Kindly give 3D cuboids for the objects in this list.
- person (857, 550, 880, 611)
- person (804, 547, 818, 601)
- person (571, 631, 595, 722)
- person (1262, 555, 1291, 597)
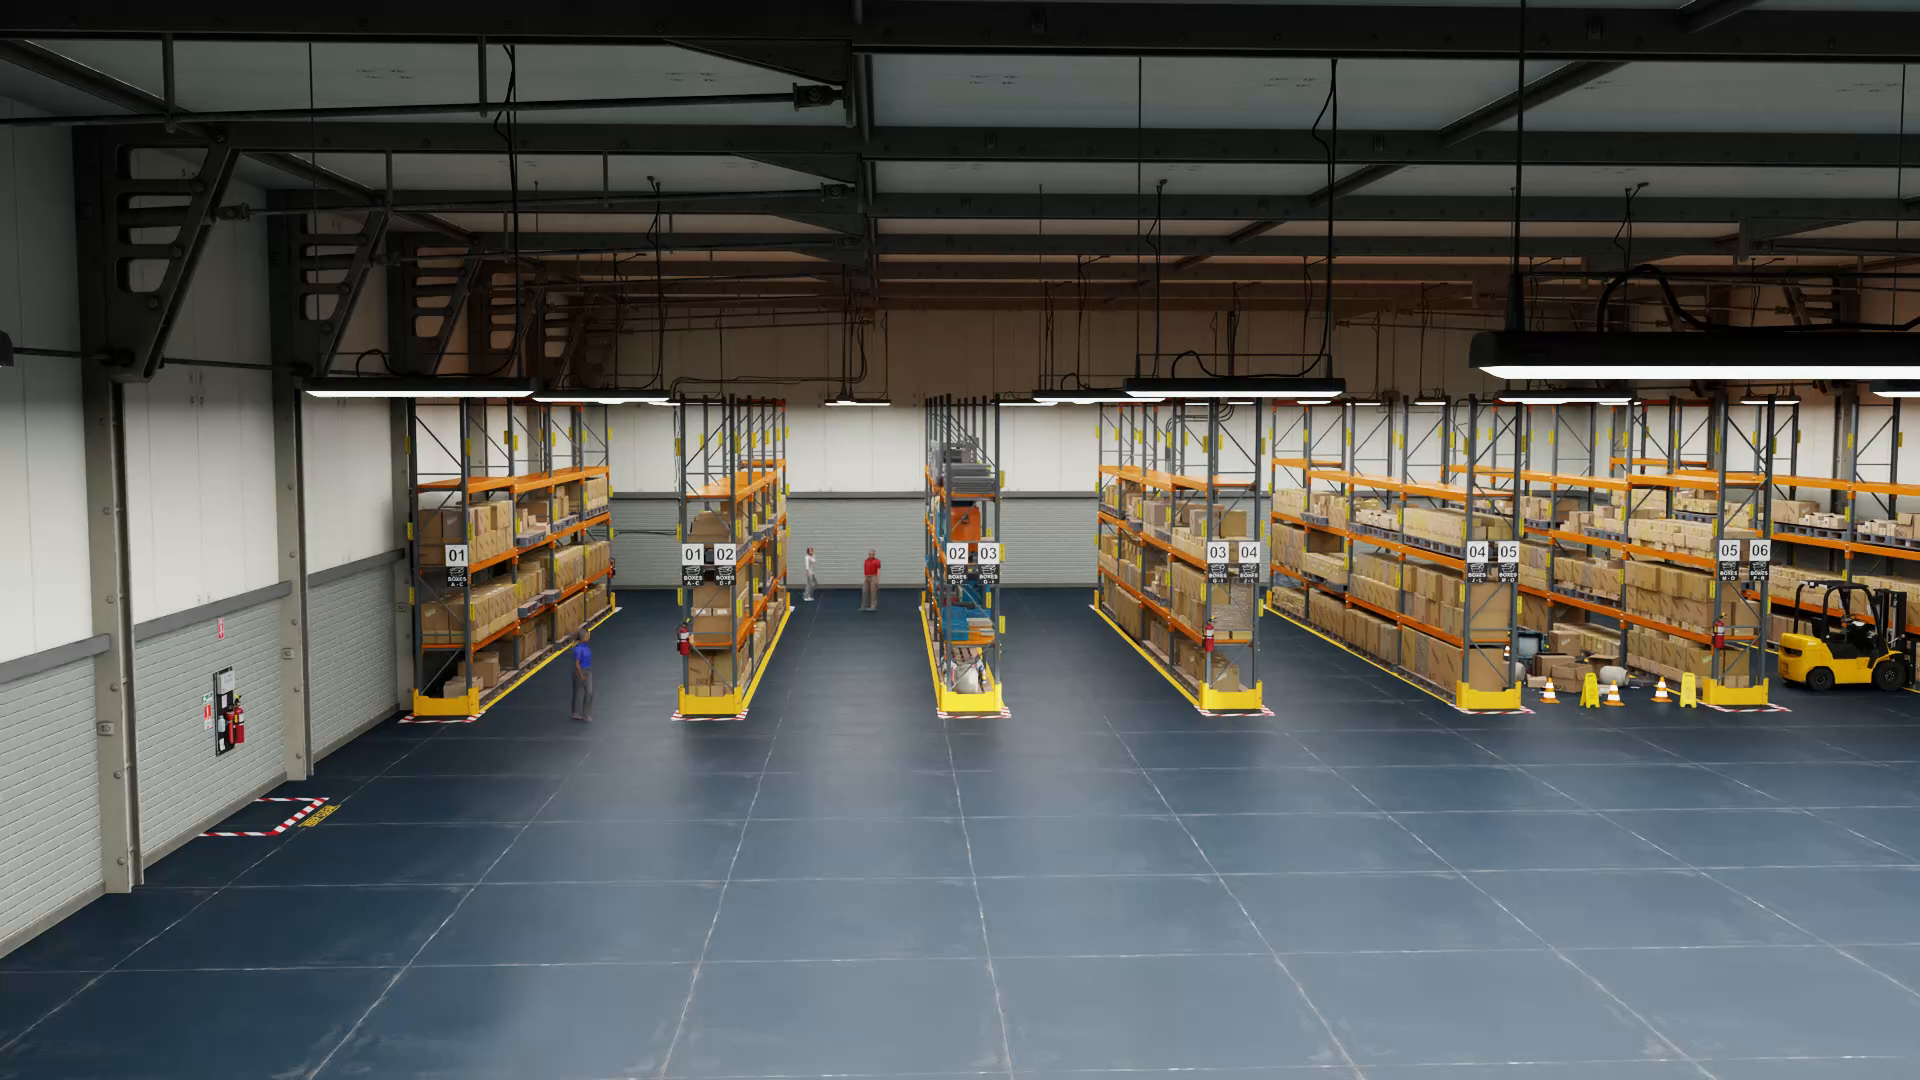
[{"bbox_3d":[-2.572,1.159,47.149,0.615,1.766,0.454,3,5,34],"label":"person"},{"bbox_3d":[-4.450,1.022,49.502,0.422,1.625,0.465,0,5,0],"label":"person"},{"bbox_3d":[-6.954,2.514,30.594,0.611,1.674,0.452,4,6,39],"label":"person"},{"bbox_3d":[9.570,0.881,50.192,0.887,1.740,0.592,-1,5,-10],"label":"person"}]
